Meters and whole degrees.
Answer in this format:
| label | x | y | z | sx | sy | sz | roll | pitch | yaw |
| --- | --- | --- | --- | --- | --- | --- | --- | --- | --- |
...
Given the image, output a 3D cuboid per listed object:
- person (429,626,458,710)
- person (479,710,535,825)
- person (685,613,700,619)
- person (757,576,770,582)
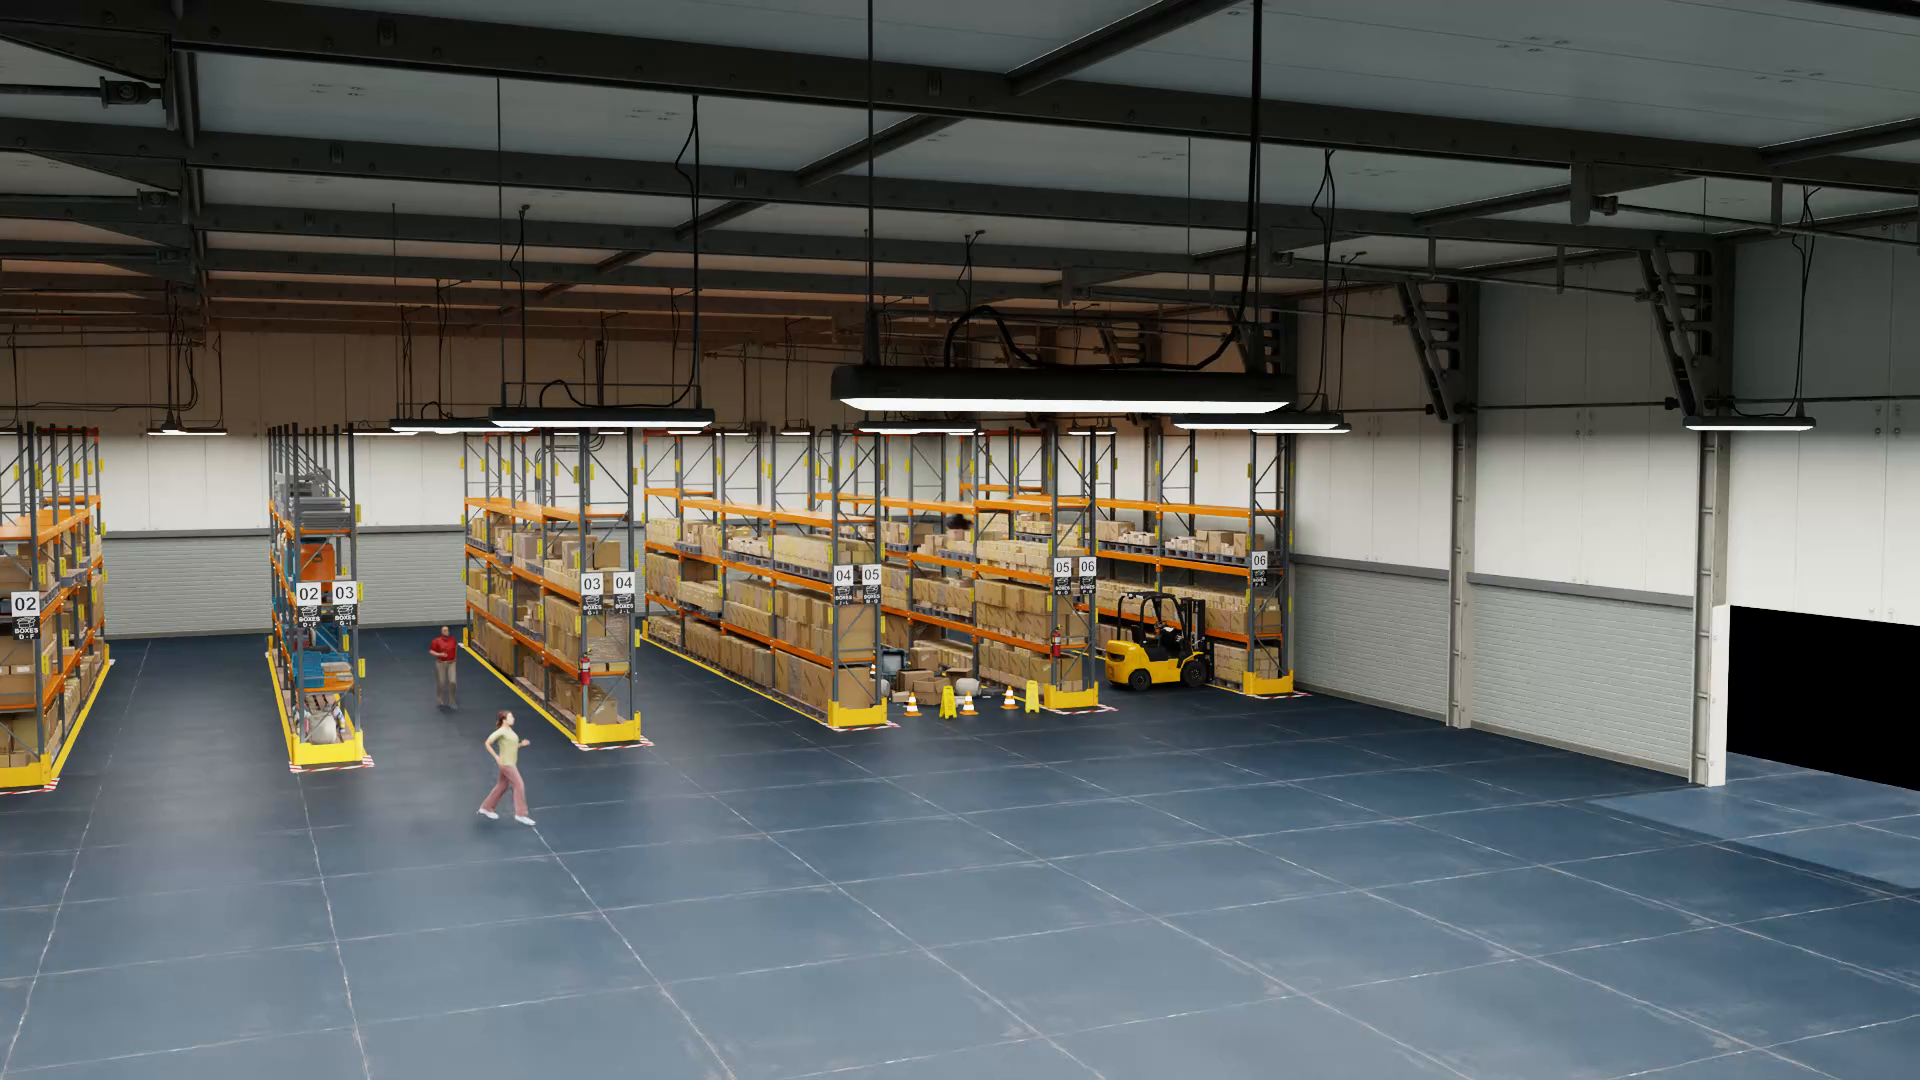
| label | x | y | z | sx | sy | sz | roll | pitch | yaw |
| --- | --- | --- | --- | --- | --- | --- | --- | --- | --- |
| person | -10.963 | 2.712 | 35.346 | 0.642 | 1.786 | 0.813 | -2 | 4 | -32 |
| person | -6.730 | 3.364 | 24.660 | 0.854 | 1.709 | 0.555 | 0 | 3 | -3 |
| person | -7.971 | 1.840 | 49.254 | 0.889 | 1.743 | 0.707 | 2 | 4 | 35 |
| person | -5.990 | 1.742 | 50.616 | 0.950 | 1.817 | 0.714 | -1 | 4 | -23 |
